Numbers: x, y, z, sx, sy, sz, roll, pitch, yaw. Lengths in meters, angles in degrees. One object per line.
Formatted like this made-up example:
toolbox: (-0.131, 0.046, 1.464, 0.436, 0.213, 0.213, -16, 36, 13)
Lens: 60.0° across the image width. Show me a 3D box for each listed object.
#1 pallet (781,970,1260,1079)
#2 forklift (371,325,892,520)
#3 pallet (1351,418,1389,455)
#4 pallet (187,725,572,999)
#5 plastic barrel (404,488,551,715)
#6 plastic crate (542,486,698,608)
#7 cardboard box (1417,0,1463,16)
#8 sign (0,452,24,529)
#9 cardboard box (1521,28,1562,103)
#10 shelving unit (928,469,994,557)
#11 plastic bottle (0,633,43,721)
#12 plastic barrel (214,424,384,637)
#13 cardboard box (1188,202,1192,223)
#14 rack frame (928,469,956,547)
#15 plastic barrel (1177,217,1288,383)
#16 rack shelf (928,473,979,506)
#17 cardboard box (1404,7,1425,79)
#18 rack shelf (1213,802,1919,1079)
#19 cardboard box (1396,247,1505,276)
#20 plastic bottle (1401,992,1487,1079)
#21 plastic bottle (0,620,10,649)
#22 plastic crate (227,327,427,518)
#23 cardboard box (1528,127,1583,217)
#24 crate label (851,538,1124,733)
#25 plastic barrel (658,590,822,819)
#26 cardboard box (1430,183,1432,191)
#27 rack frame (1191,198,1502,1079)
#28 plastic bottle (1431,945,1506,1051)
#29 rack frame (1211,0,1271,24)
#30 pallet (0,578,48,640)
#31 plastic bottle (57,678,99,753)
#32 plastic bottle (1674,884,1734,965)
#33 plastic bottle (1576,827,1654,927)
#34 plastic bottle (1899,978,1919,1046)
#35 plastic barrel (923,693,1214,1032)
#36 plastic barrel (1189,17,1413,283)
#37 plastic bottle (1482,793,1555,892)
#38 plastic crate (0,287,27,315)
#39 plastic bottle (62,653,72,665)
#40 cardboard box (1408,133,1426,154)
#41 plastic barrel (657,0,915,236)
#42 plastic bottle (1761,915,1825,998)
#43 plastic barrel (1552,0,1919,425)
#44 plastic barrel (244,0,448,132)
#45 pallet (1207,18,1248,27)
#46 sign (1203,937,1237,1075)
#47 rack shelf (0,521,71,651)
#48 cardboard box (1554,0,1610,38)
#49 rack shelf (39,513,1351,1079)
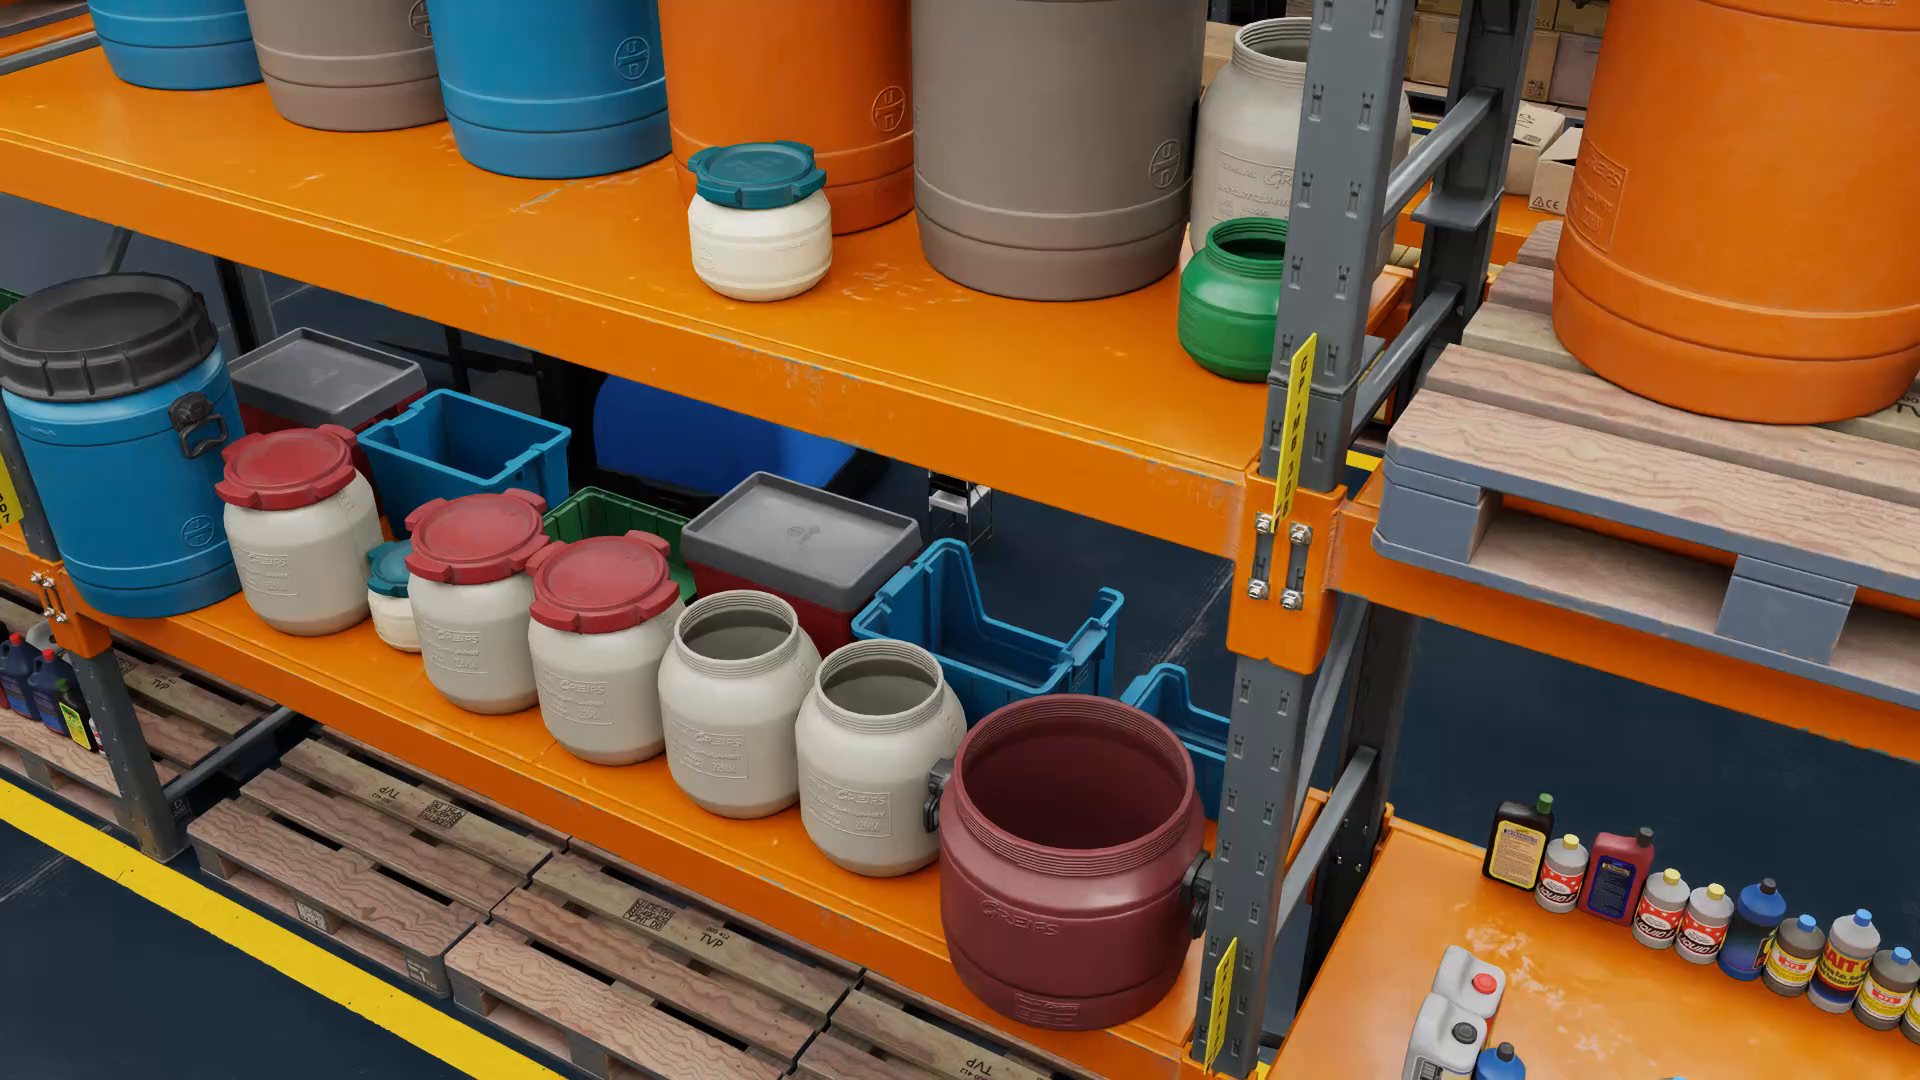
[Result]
pallet: (0.152, 1.698, 5.010, 1.213, 0.211, 1.003, 18, 37, 24)
forklift: (-1.899, -1.663, 7.603, 3.031, 2.935, 1.130, 13, 36, 19)
pallet: (2.571, -0.698, 8.608, 1.213, 0.211, 1.003, 18, 37, 24)
pallet: (-1.966, 1.027, 6.018, 1.213, 0.211, 1.003, 18, 37, 24)
plastic barrel: (-1.309, 0.183, 4.647, 0.433, 0.535, 0.433, 0, 34, 0)
plastic crate: (-1.015, 0.100, 5.084, 0.662, 0.188, 0.450, 18, 37, 24)
cardboard box: (3.733, -4.098, 12.380, 0.500, 0.250, 0.500, 16, 37, 23)
sign: (-2.950, -0.185, 5.071, 0.005, 0.325, 0.100, 18, 37, 24)
cardboard box: (4.235, -3.635, 12.360, 0.500, 0.500, 0.700, 17, 37, 24)
shelving unit: (0.007, -0.372, 7.497, 0.210, 0.900, 0.258, 18, 37, 24)
plastic bottle: (-3.536, 0.497, 6.290, 0.185, 0.351, 0.144, 16, 37, 22)
plastic barrel: (-1.946, -0.019, 4.950, 0.433, 0.535, 0.433, 0, 34, 0)
cardboard box: (1.174, -1.726, 9.231, 0.500, 0.311, 0.500, 17, 37, 24)
rack frame: (-0.081, -0.400, 7.539, 0.006, 0.900, 0.240, 18, 37, 24)
plastic barrel: (0.566, -0.458, 3.166, 0.294, 0.245, 0.294, 0, 34, 0)
rack shelf: (0.007, -0.270, 7.566, 0.200, 0.077, 0.258, 18, 37, 24)
cardboard box: (3.369, -3.929, 12.802, 0.500, 0.500, 0.700, 17, 37, 23)
rack shelf: (2.542, 1.618, 3.262, 4.000, 0.370, 1.077, 18, 37, 24)
cardboard box: (2.497, -1.303, 8.597, 0.500, 0.311, 0.500, 17, 37, 23)
plastic bottle: (1.021, 1.095, 3.511, 0.135, 0.276, 0.152, 18, 37, 24)
plastic bottle: (-3.788, 0.380, 6.527, 0.133, 0.283, 0.061, 18, 37, 24)
plastic crate: (-2.095, -0.372, 5.544, 0.583, 0.464, 0.402, 18, 37, 24)
cardboard box: (2.972, -1.698, 7.674, 0.500, 0.311, 0.500, 20, 39, 27)
crate label: (0.077, 0.351, 4.485, 0.616, 0.435, 0.502, 18, 37, 24)
plastic barrel: (-0.559, 0.426, 4.303, 0.421, 0.512, 0.421, 0, 34, 0)
cardboard box: (2.348, -1.624, 7.708, 0.250, 0.149, 0.380, 18, 37, 24)
rack frame: (0.805, 0.769, 3.889, 0.127, 3.000, 1.000, 18, 37, 24)
plastic bottle: (1.096, 1.022, 3.621, 0.135, 0.276, 0.152, 18, 37, 24)
rack frame: (2.248, -5.099, 12.700, 0.127, 3.000, 1.000, 18, 37, 24)
pallet: (-4.293, 0.290, 7.124, 1.213, 0.211, 1.003, 18, 37, 24)
plastic bottle: (-3.249, 0.643, 6.132, 0.133, 0.283, 0.061, 20, 38, 27)
plastic bottle: (1.744, 0.888, 3.889, 0.097, 0.201, 0.097, 0, 34, 0)
plastic bottle: (1.569, 0.787, 3.967, 0.133, 0.283, 0.061, 18, 37, 24)
plastic bottle: (2.167, 1.022, 3.688, 0.097, 0.201, 0.097, 0, 34, 0)
plastic barrel: (0.252, 0.730, 3.824, 0.708, 0.536, 0.600, 18, 37, 24)
plastic barrel: (0.688, -0.759, 3.376, 0.421, 0.512, 0.421, 0, 34, 0)
plastic bottle: (1.368, 0.723, 4.063, 0.133, 0.283, 0.061, 18, 37, 24)
plastic crate: (-3.706, -0.752, 6.364, 0.662, 0.188, 0.450, 18, 37, 24)
plastic bottle: (-3.298, 0.481, 6.315, 0.185, 0.351, 0.144, 18, 37, 24)
cardboard box: (2.131, -1.833, 8.023, 0.250, 0.149, 0.380, 21, 39, 28)
plastic barrel: (-0.368, -1.169, 3.705, 0.708, 0.830, 0.600, 18, 37, 24)
plastic bottle: (1.913, 0.942, 3.809, 0.097, 0.201, 0.097, 0, 34, 0)
plastic barrel: (1.297, -0.676, 2.586, 0.708, 0.830, 0.600, 18, 37, 24)
plastic barrel: (-1.550, -1.573, 4.247, 0.600, 0.901, 0.600, 0, 34, 0)
pallet: (1.648, -4.106, 13.725, 1.213, 0.211, 1.003, 18, 37, 24)
sign: (0.539, 0.968, 3.443, 0.005, 0.325, 0.100, 18, 37, 24)
rack shelf: (-4.404, -0.582, 6.566, 4.000, 0.370, 1.077, 18, 37, 24)
cardboard box: (4.606, -3.813, 11.952, 0.500, 0.250, 0.500, 18, 38, 25)
rack shelf: (-0.931, 0.518, 4.914, 4.000, 0.370, 1.077, 18, 37, 24)
